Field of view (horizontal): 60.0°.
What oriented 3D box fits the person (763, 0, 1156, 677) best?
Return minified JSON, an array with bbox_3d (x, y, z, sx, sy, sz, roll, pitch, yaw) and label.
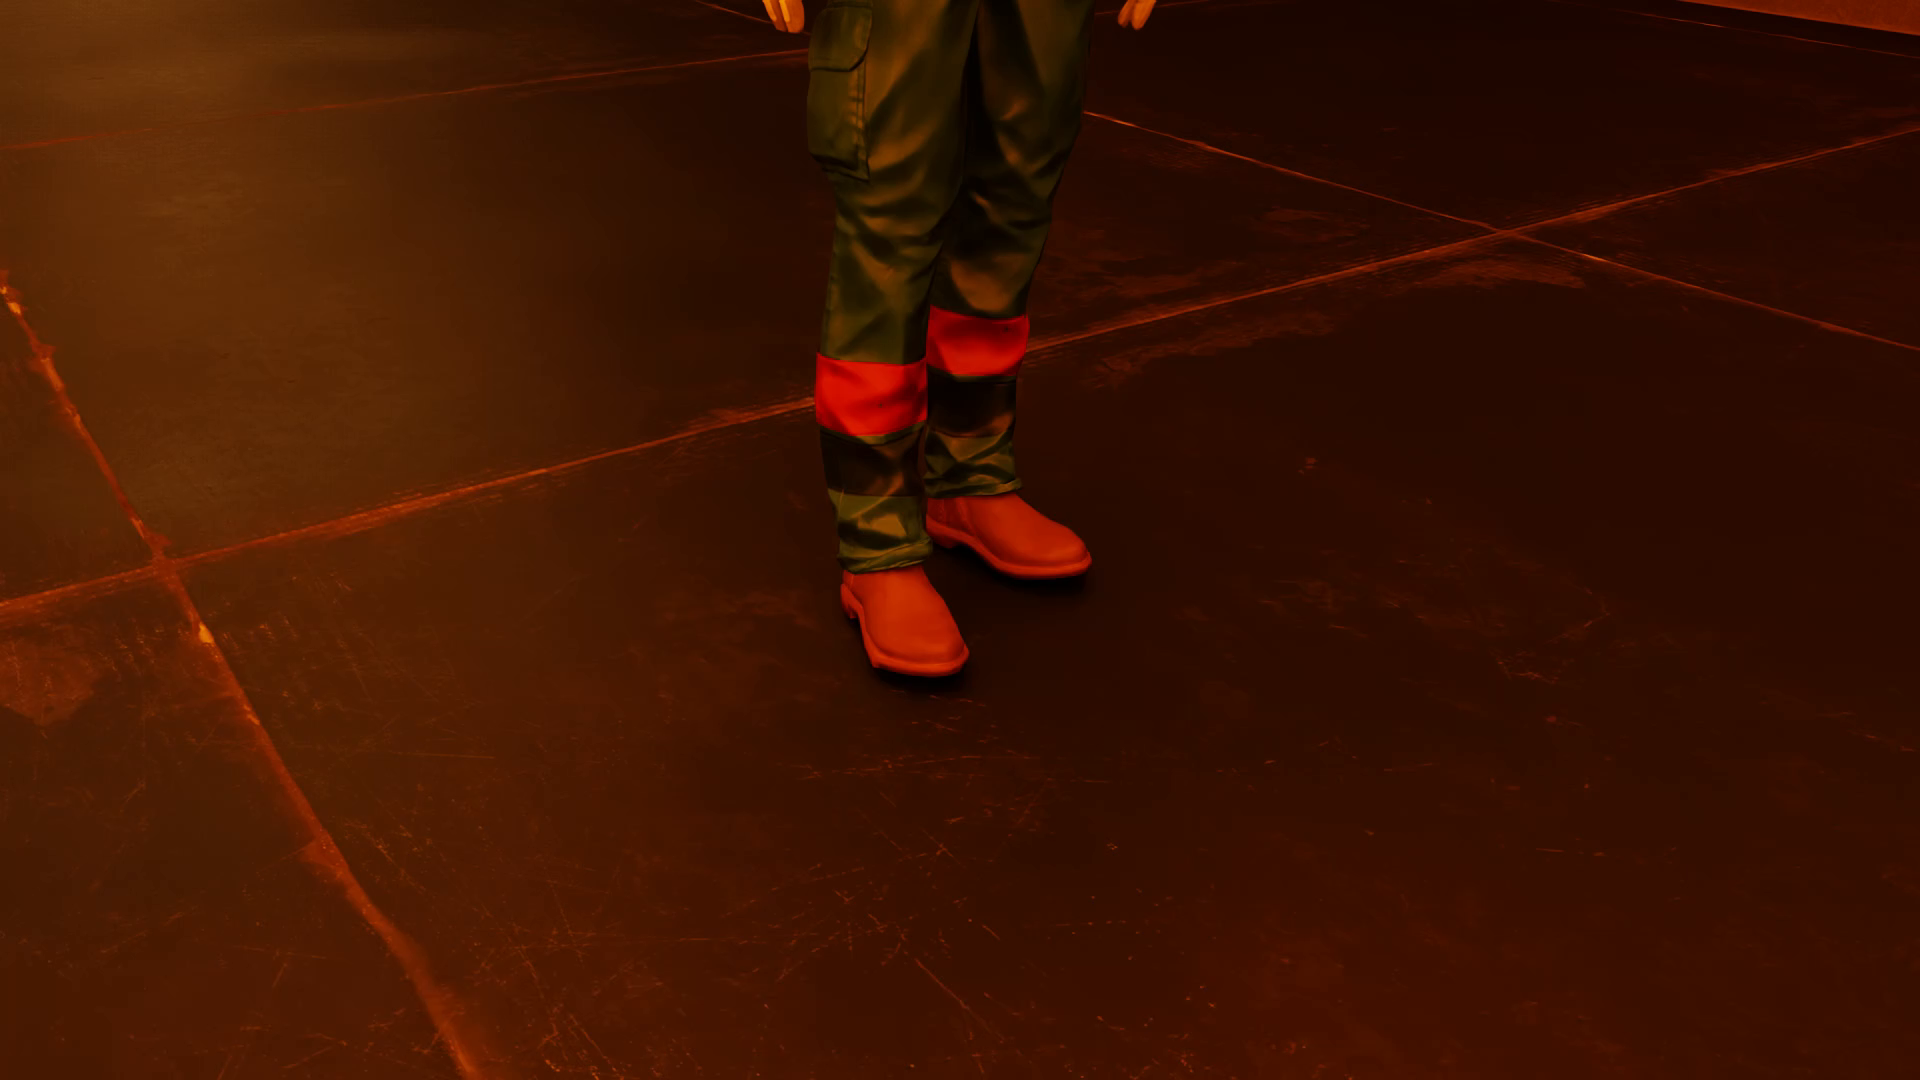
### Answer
[{"bbox_3d":[0.035,-0.774,2.031,0.637,1.787,0.564,-17,31,-31],"label":"person"}]
